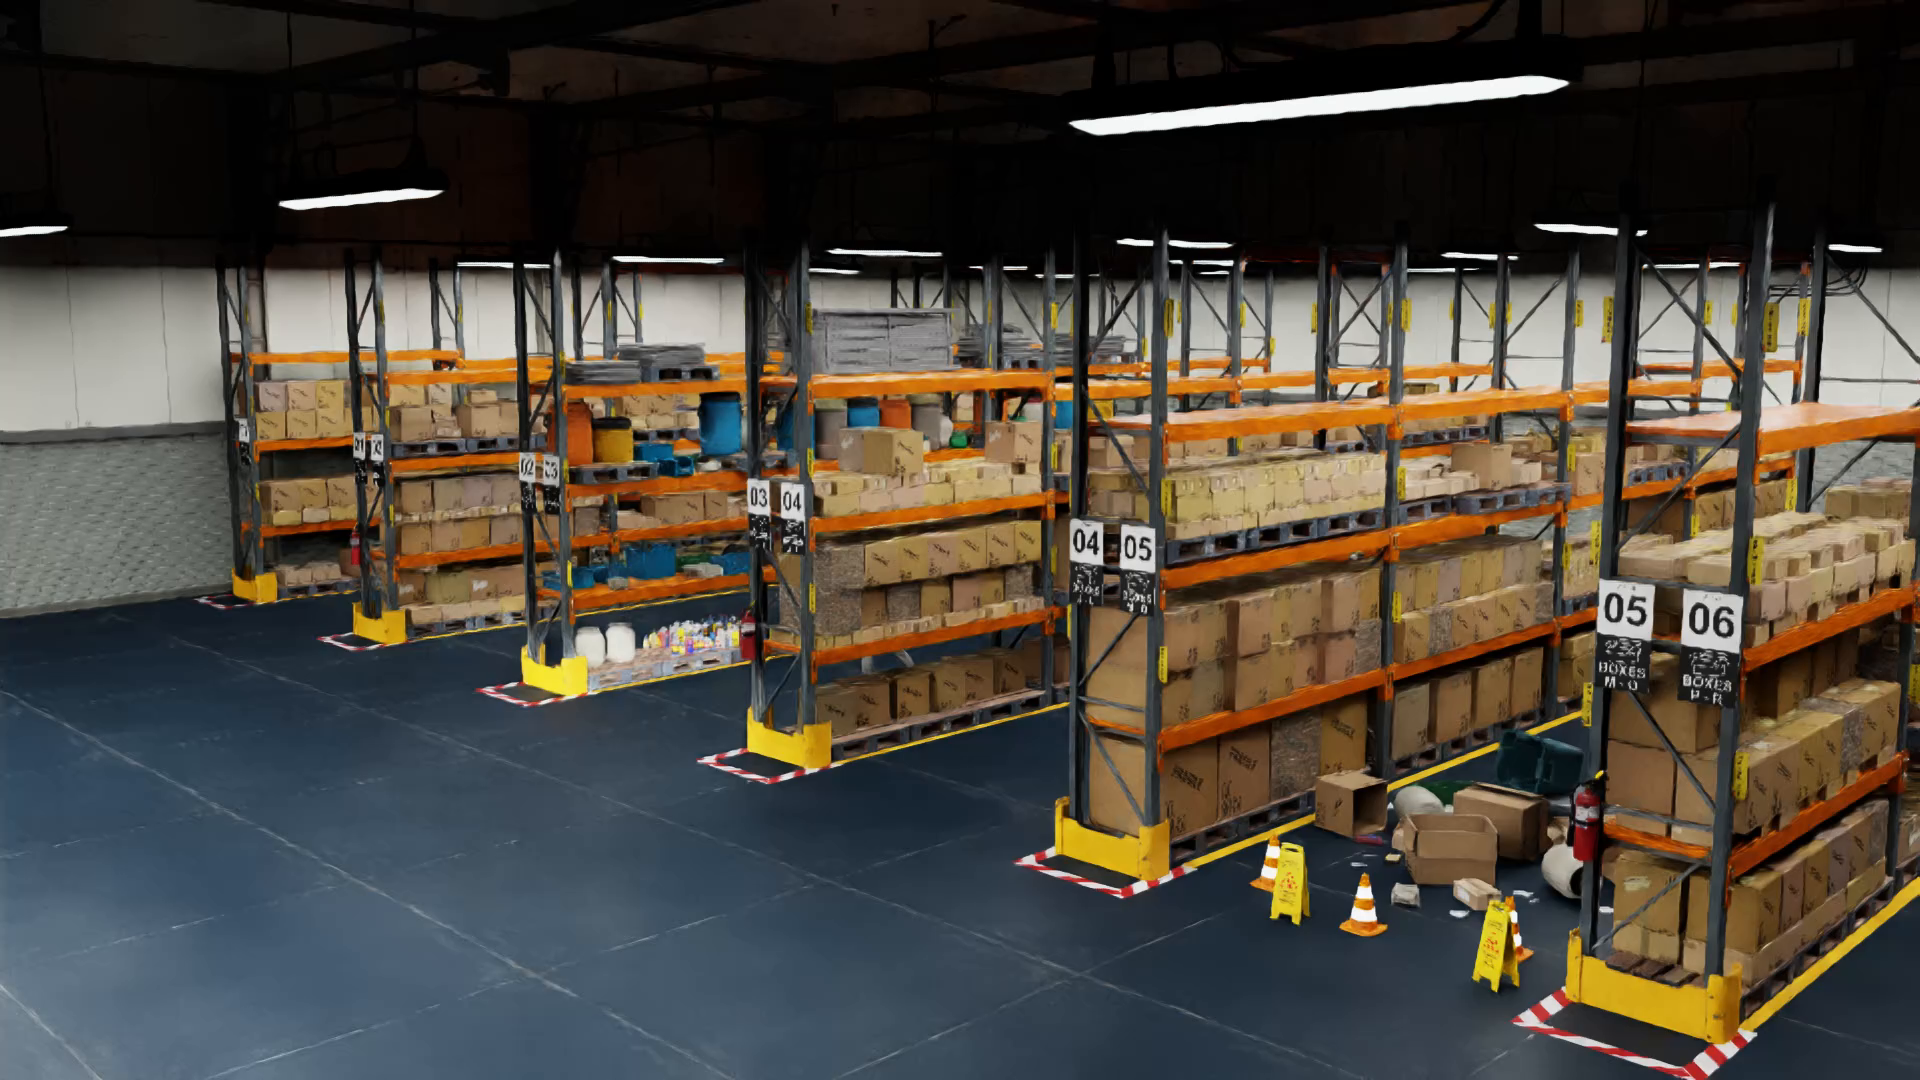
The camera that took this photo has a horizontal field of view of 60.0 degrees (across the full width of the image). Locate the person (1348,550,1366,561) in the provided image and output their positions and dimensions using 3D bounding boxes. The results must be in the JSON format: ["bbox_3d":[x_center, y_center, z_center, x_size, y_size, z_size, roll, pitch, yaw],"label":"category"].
[{"bbox_3d":[5.839,0.903,24.481,1.088,1.589,0.456,-7,11,-42],"label":"person"}]

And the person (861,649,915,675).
[{"bbox_3d":[-1.007,1.176,22.563,0.924,1.611,0.521,-4,9,-24],"label":"person"}]
